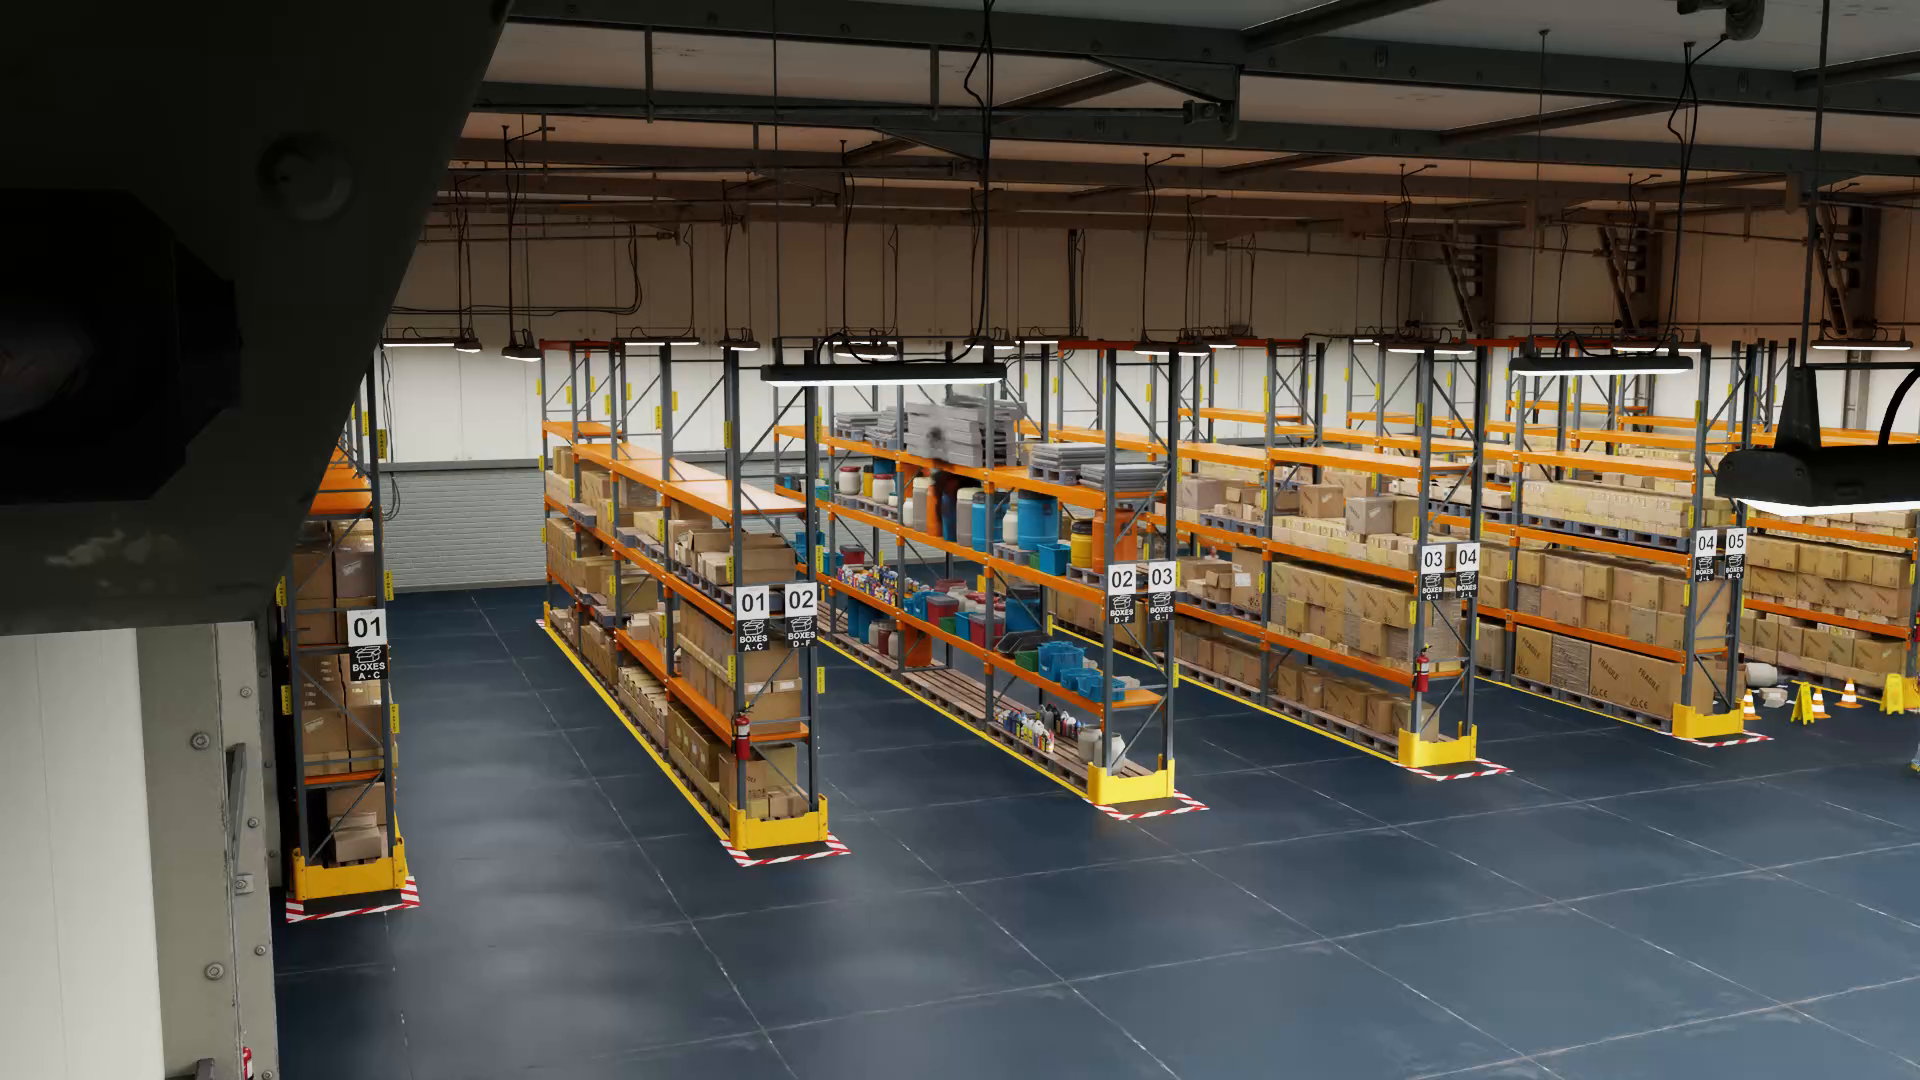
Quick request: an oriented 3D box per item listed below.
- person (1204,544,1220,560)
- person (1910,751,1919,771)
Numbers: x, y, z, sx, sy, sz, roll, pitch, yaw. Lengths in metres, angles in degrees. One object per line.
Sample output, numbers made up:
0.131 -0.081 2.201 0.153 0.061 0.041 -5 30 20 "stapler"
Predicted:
5.477 0.867 36.238 0.547 1.557 0.552 -3 8 -21 "person"
13.739 2.464 23.193 0.762 1.851 0.722 3 8 24 "person"
